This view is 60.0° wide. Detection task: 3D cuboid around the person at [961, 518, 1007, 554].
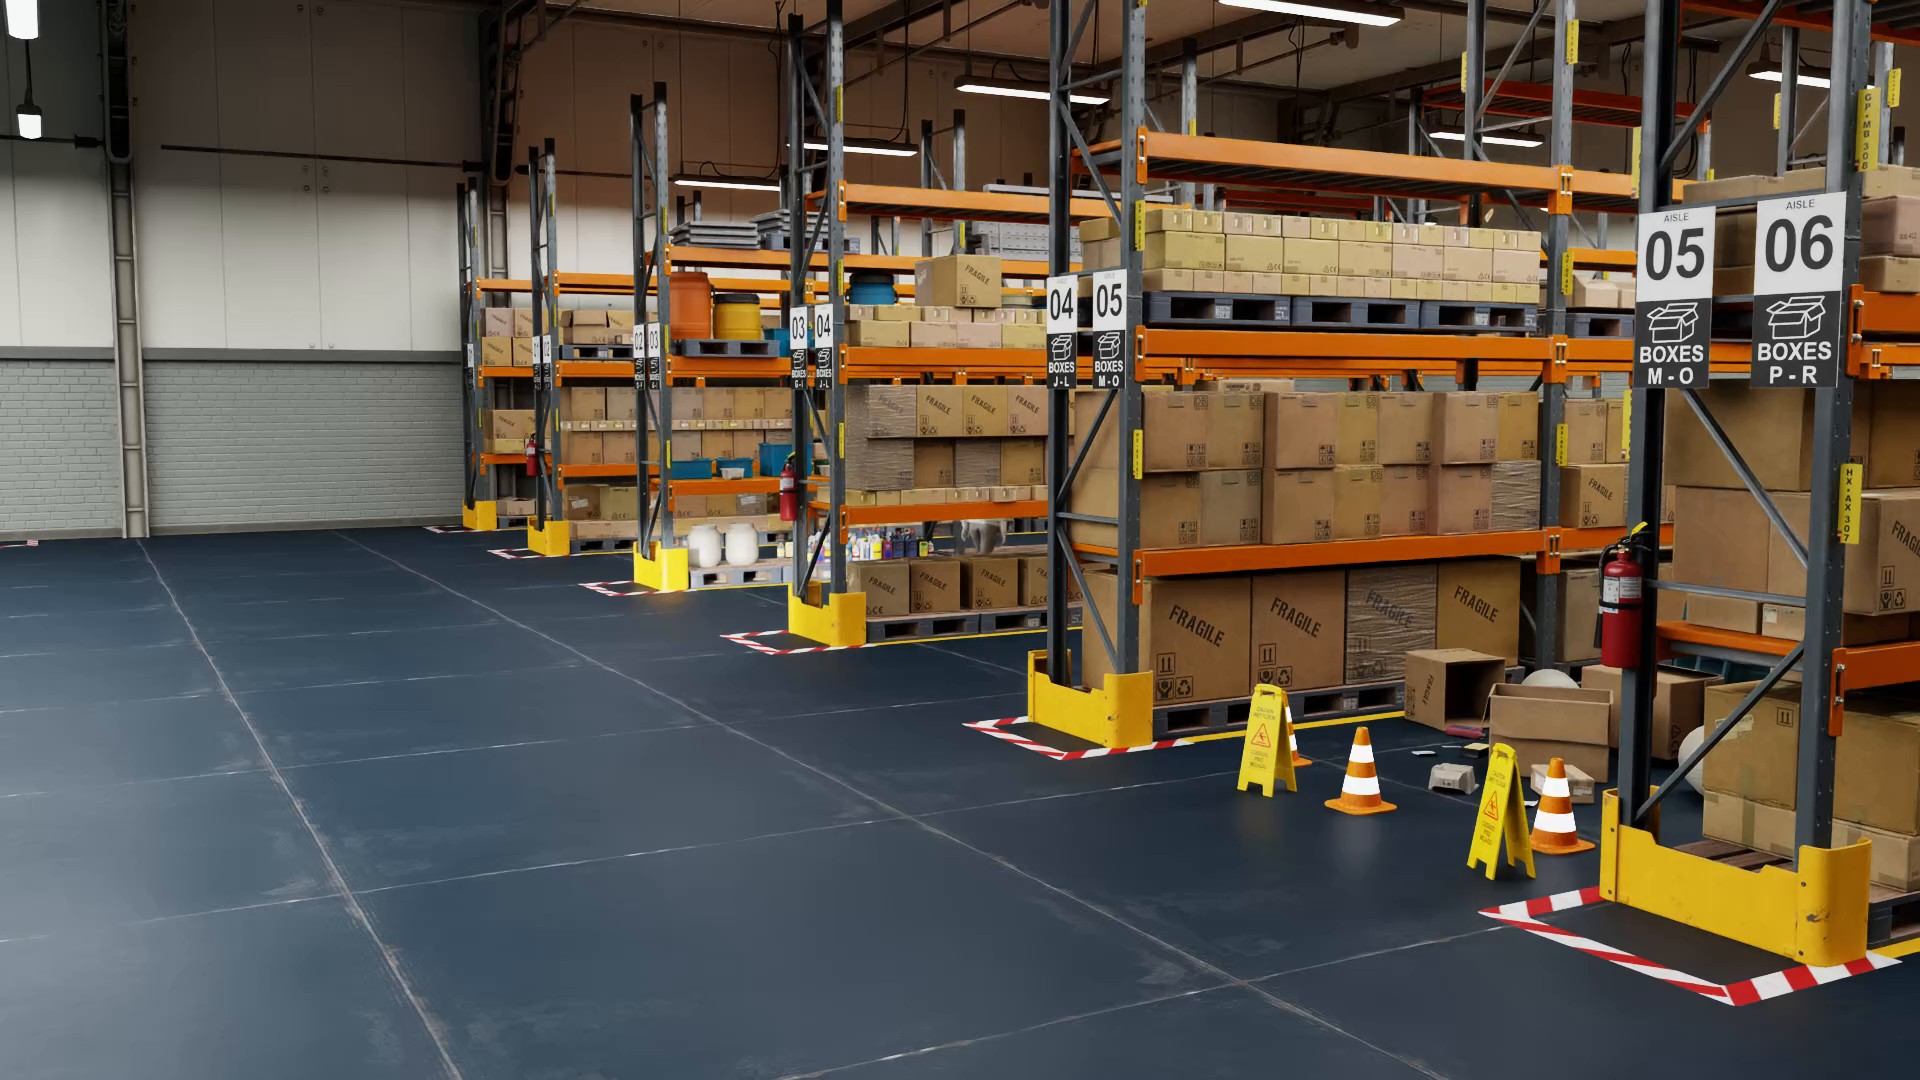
[{"bbox_3d":[0.282,-0.106,18.546,0.510,1.687,0.511,4,6,34],"label":"person"}]
